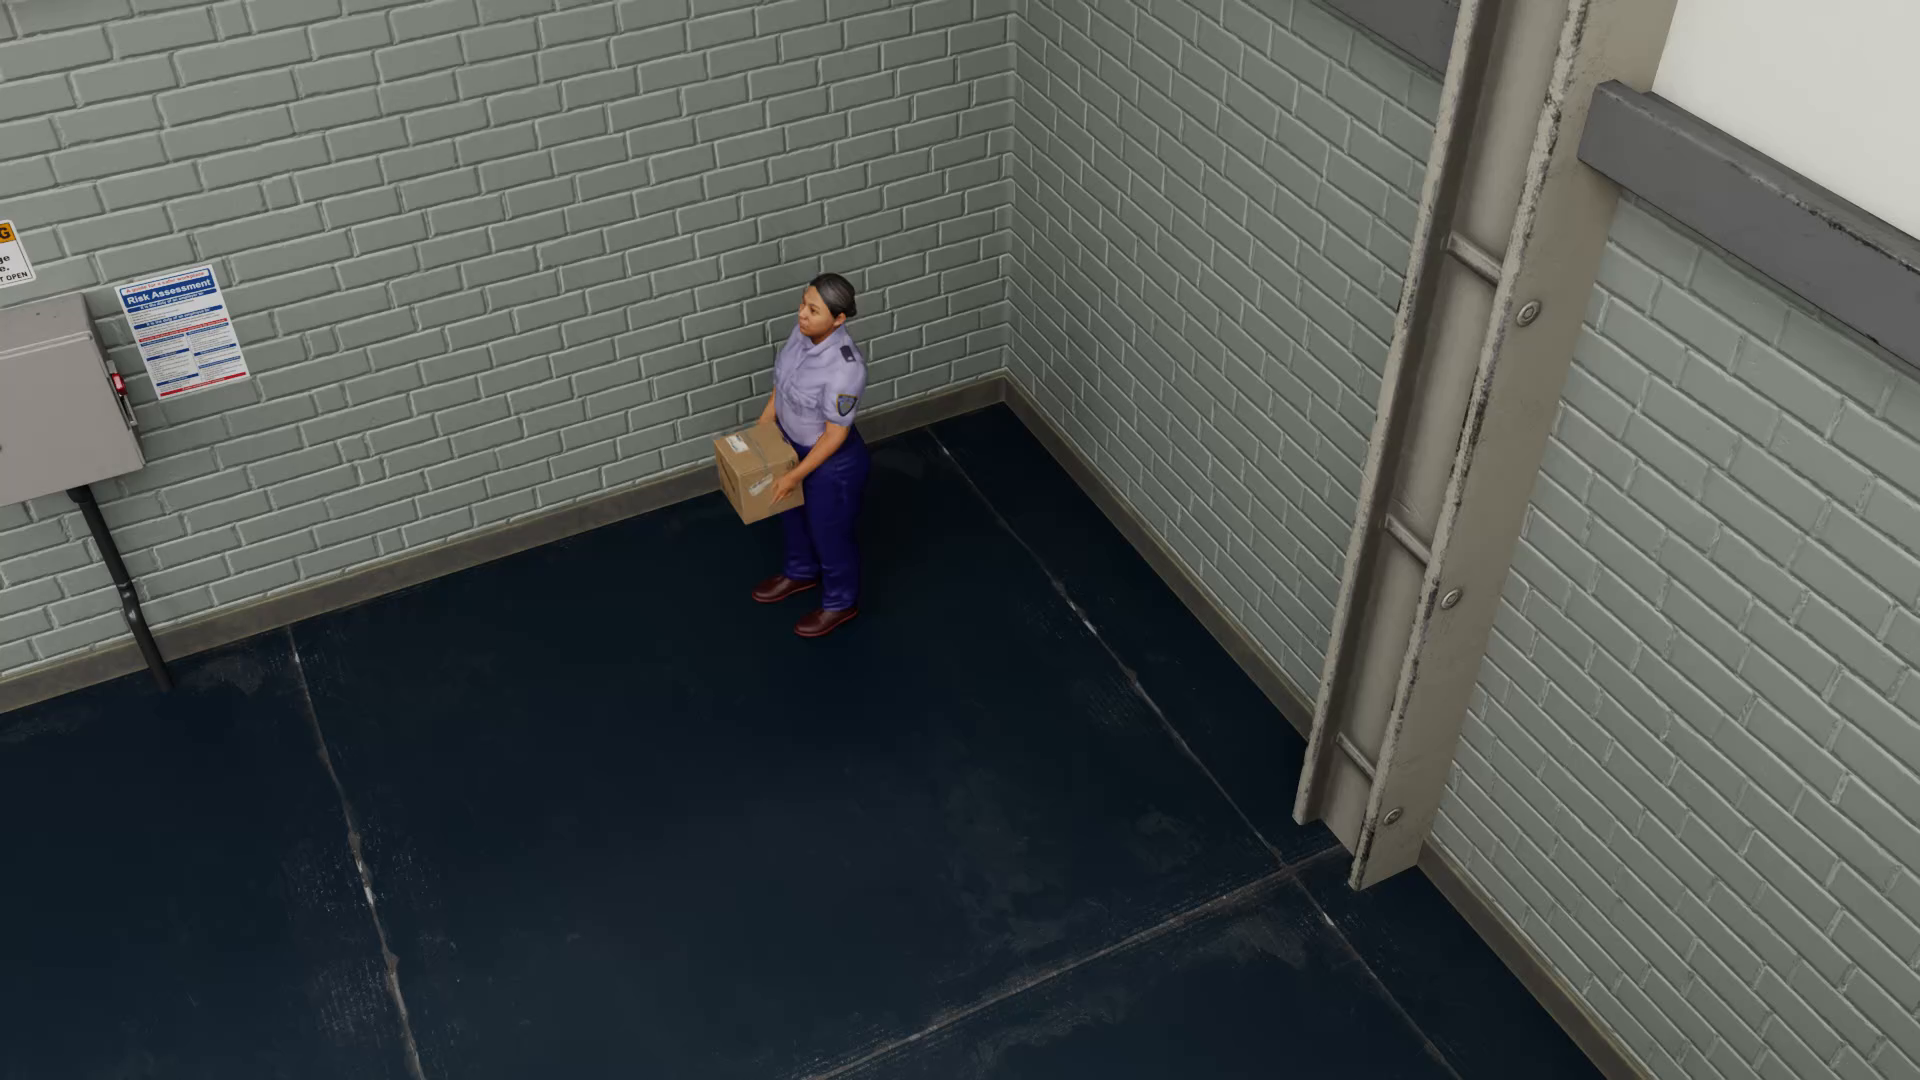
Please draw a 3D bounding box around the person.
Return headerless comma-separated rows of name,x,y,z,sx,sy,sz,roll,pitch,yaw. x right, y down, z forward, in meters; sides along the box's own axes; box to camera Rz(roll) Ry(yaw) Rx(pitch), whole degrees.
person,-0.594,-0.314,6.522,0.456,1.653,0.522,-19,45,-20
